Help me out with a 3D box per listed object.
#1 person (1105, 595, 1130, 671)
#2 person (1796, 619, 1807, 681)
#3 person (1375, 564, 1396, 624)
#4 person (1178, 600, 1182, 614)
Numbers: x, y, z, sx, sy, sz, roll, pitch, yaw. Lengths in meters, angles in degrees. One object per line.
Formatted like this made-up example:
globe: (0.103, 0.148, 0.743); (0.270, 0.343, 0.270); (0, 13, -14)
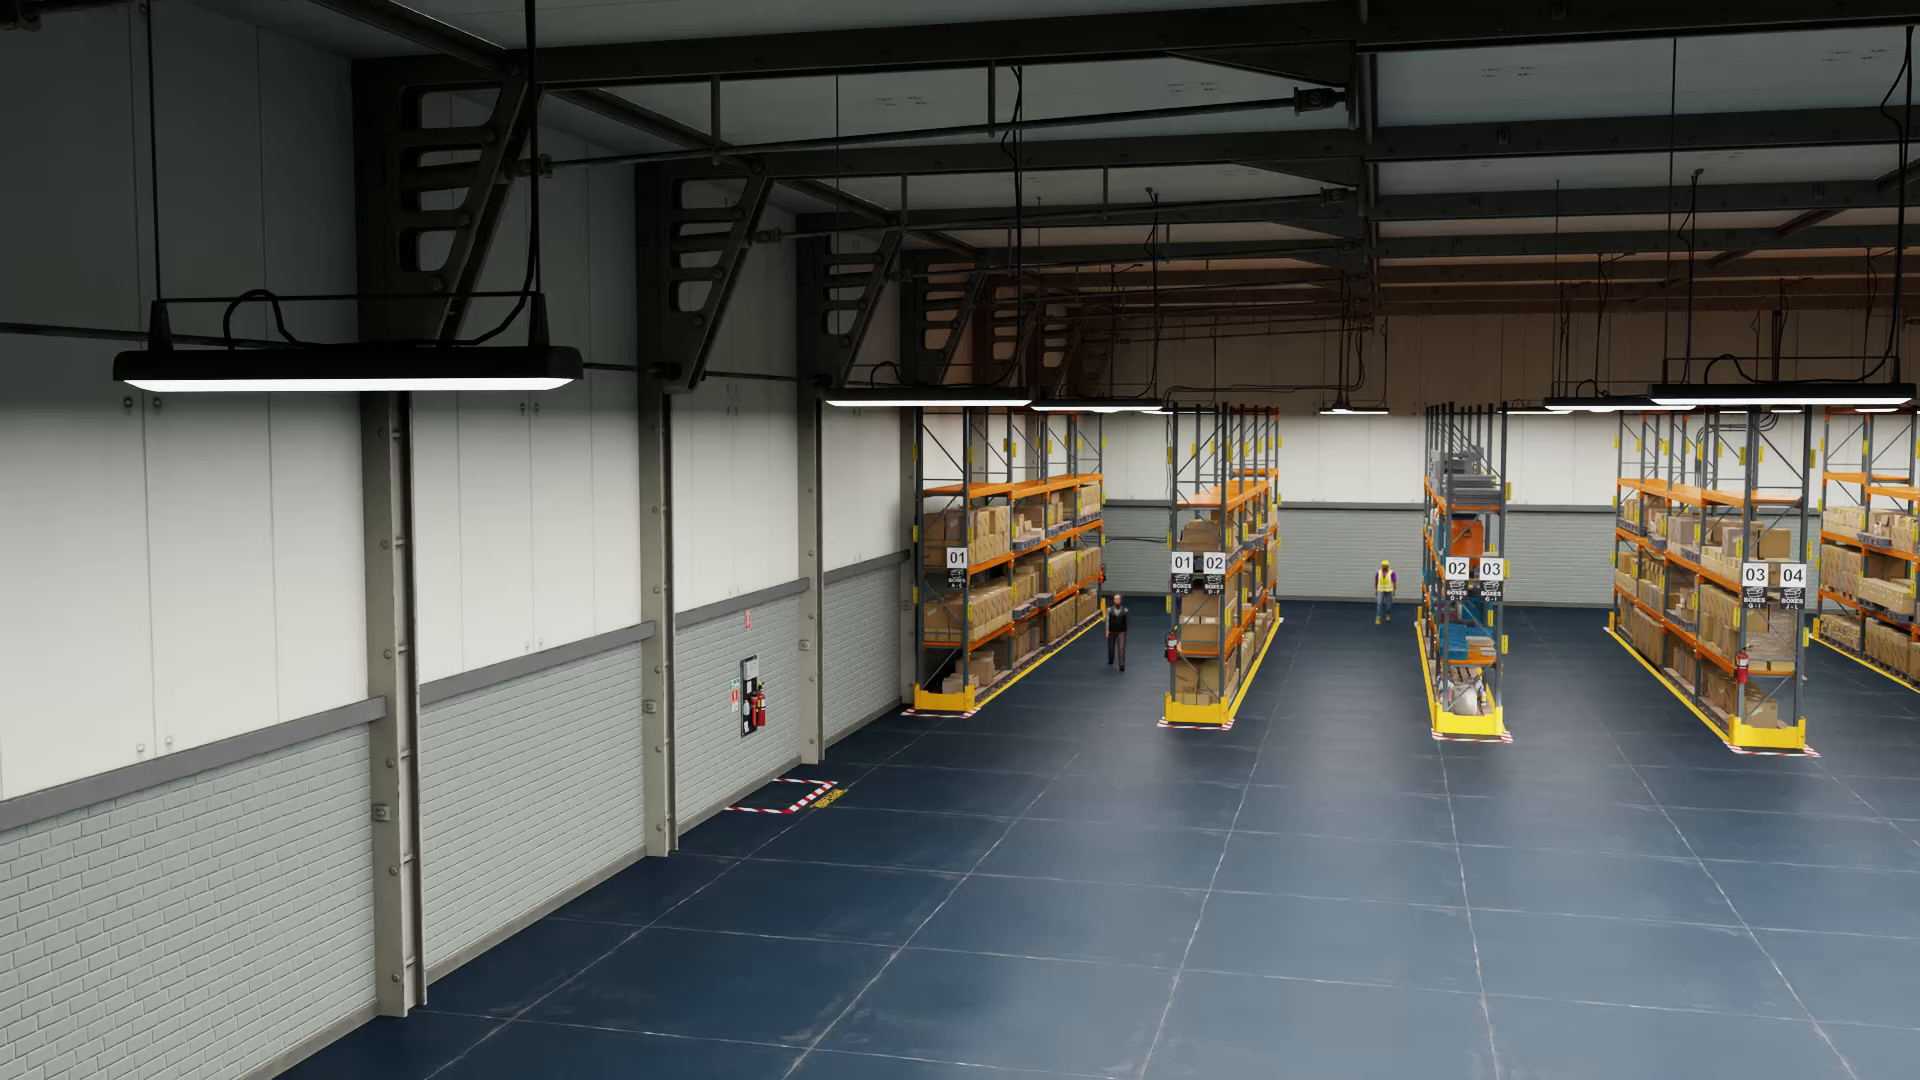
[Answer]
person: (3.567, 2.092, 37.660); (0.546, 1.677, 1.017); (0, 4, 4)
person: (18.212, 2.339, 36.288); (0.453, 1.371, 1.019); (0, 4, 4)
person: (11.805, 1.448, 46.180); (0.602, 1.688, 0.995); (2, 5, 23)
person: (6.608, 1.327, 48.584); (0.382, 1.702, 0.537); (3, 5, 35)
